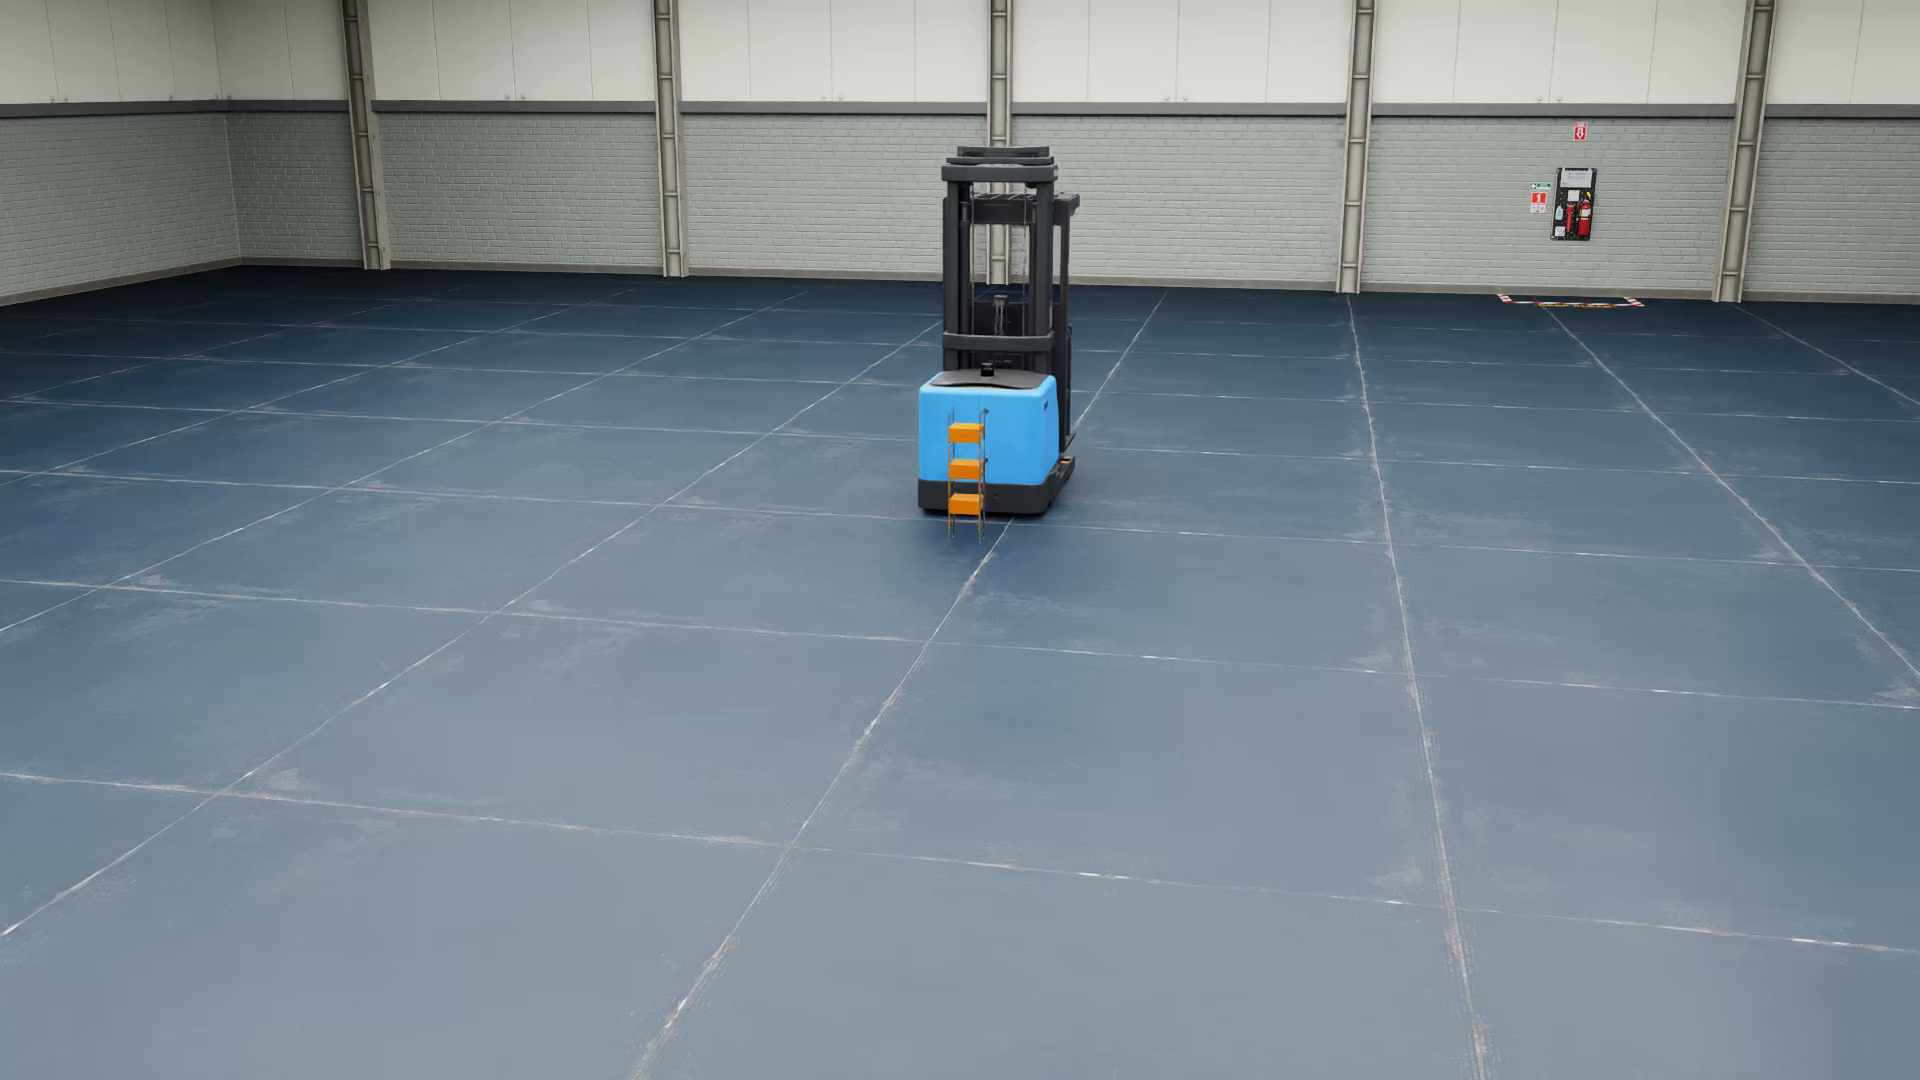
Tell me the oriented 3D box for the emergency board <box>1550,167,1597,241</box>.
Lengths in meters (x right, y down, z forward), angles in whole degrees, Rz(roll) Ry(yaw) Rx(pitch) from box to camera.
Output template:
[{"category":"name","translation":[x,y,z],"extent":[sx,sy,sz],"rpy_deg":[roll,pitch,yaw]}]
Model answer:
[{"category":"emergency board","translation":[10.030,-5.474,27.133],"extent":[0.643,1.169,0.194],"rpy_deg":[3,16,11]}]

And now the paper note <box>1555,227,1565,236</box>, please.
[{"category":"paper note","translation":[9.871,-5.077,27.350],"extent":[0.142,0.148,0.016],"rpy_deg":[3,16,11]}]

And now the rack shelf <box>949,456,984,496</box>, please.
[{"category":"rack shelf","translation":[0.052,-0.493,12.844],"extent":[0.240,0.259,0.215],"rpy_deg":[3,16,11]}]

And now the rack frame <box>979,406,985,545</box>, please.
[{"category":"rack frame","translation":[0.172,-0.497,12.818],"extent":[0.008,1.050,0.200],"rpy_deg":[3,16,11]}]

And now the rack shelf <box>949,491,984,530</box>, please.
[{"category":"rack shelf","translation":[0.052,-0.225,12.919],"extent":[0.240,0.259,0.215],"rpy_deg":[3,16,11]}]

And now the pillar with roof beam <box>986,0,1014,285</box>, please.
[{"category":"pillar with roof beam","translation":[-0.173,-7.735,24.060],"extent":[0.400,9.000,9.100],"rpy_deg":[3,16,11]}]

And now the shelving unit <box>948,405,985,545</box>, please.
[{"category":"shelving unit","translation":[0.052,-0.503,12.842],"extent":[0.252,1.050,0.215],"rpy_deg":[3,16,11]}]

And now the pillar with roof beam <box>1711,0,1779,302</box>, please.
[{"category":"pillar with roof beam","translation":[11.586,-7.097,21.756],"extent":[0.400,9.000,9.100],"rpy_deg":[3,16,11]}]

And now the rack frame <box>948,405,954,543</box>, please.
[{"category":"rack frame","translation":[-0.067,-0.510,12.865],"extent":[0.008,1.050,0.200],"rpy_deg":[3,16,11]}]

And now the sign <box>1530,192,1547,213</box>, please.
[{"category":"sign","translation":[9.509,-5.547,27.332],"extent":[0.234,0.329,0.001],"rpy_deg":[3,16,11]}]

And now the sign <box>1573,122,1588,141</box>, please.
[{"category":"sign","translation":[10.042,-6.617,26.919],"extent":[0.199,0.298,0.001],"rpy_deg":[3,16,11]}]

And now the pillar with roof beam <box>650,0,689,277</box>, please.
[{"category":"pillar with roof beam","translation":[-6.053,-8.055,25.213],"extent":[0.400,9.000,9.100],"rpy_deg":[3,16,11]}]

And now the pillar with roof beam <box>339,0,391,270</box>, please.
[{"category":"pillar with roof beam","translation":[-11.932,-8.374,26.365],"extent":[0.400,9.000,9.100],"rpy_deg":[3,16,11]}]

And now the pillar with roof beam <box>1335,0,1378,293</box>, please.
[{"category":"pillar with roof beam","translation":[5.707,-7.416,22.908],"extent":[0.400,9.000,9.100],"rpy_deg":[3,16,11]}]

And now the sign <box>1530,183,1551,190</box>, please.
[{"category":"sign","translation":[9.512,-5.800,27.252],"extent":[0.331,0.109,0.001],"rpy_deg":[3,16,11]}]

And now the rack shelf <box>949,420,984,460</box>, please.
[{"category":"rack shelf","translation":[0.052,-0.766,12.769],"extent":[0.240,0.259,0.215],"rpy_deg":[3,16,11]}]

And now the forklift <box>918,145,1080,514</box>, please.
[{"category":"forklift","translation":[0.441,-1.973,14.626],"extent":[1.130,2.935,3.031],"rpy_deg":[3,16,11]}]
